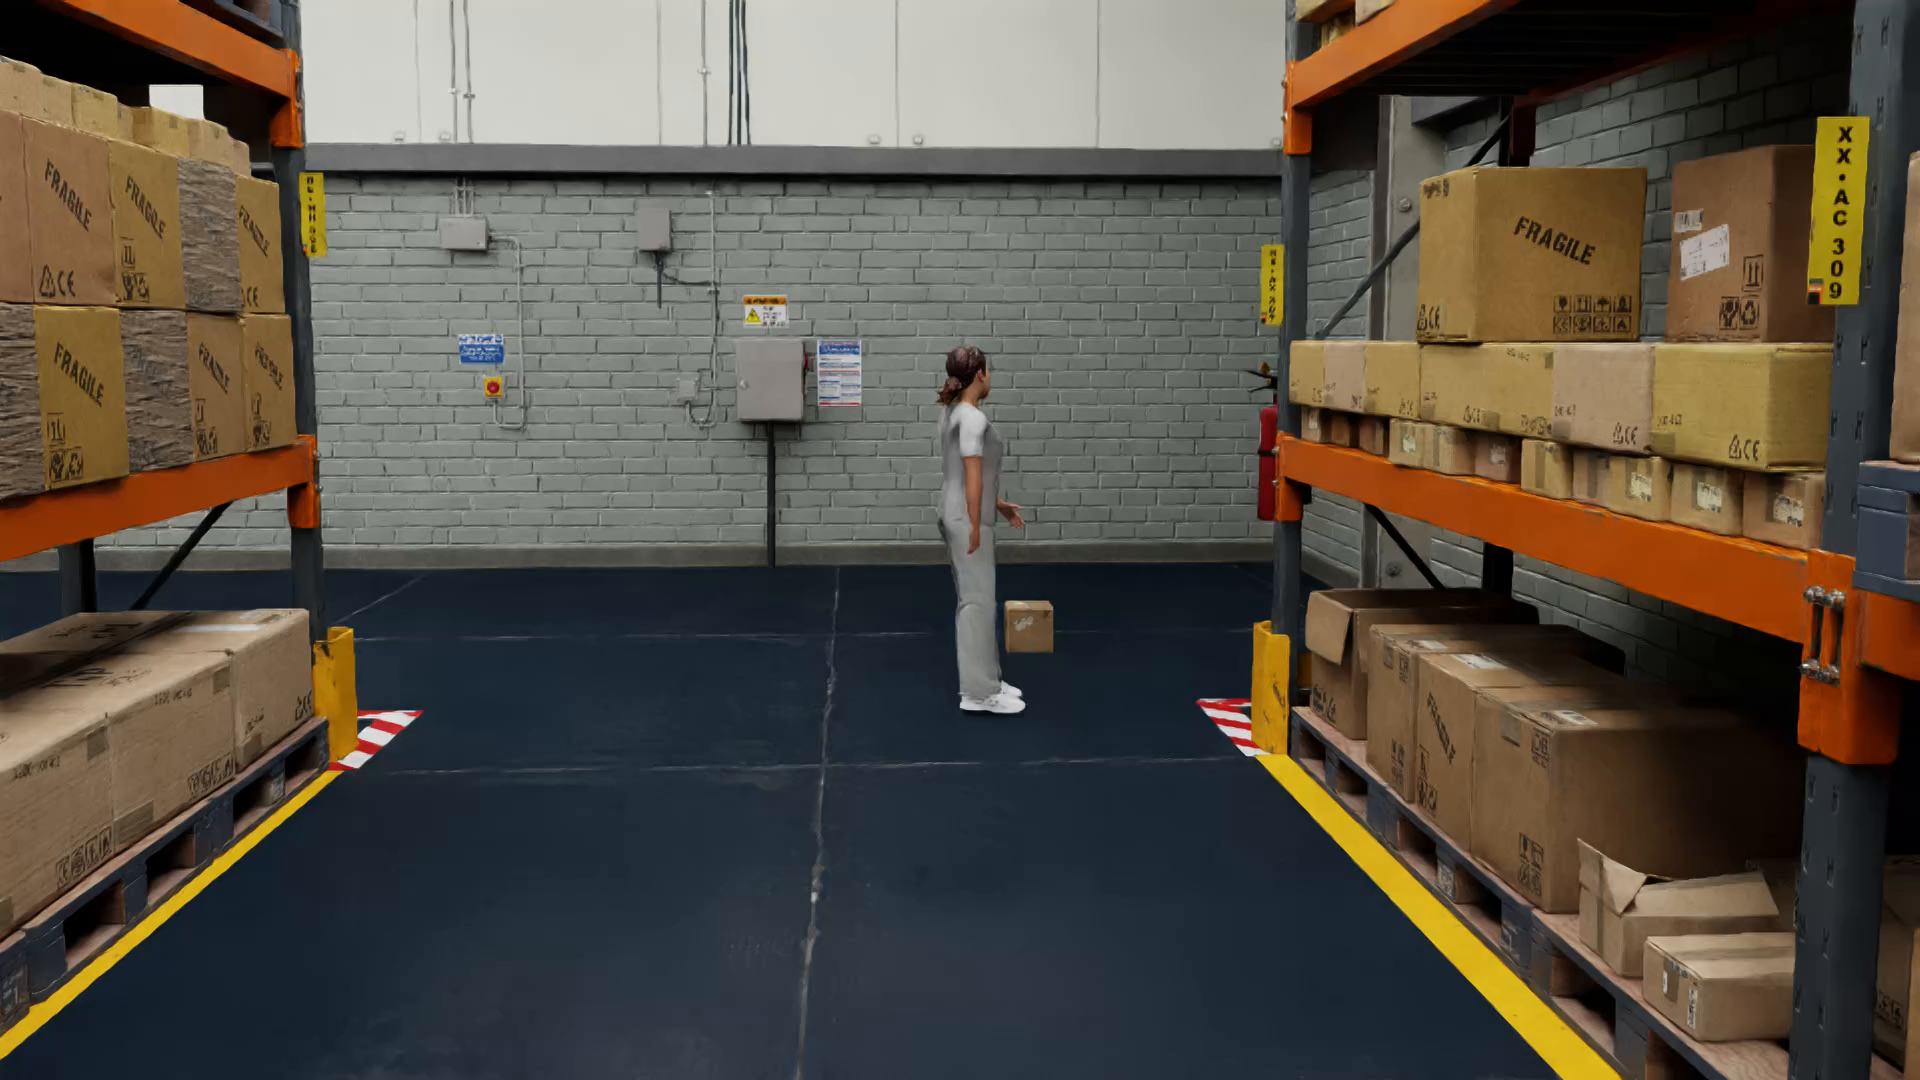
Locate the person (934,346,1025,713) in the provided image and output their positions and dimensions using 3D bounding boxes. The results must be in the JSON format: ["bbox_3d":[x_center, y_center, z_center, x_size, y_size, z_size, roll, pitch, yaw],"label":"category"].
[{"bbox_3d":[0.106,-0.060,7.735,0.451,1.670,0.549,-2,7,-14],"label":"person"}]
